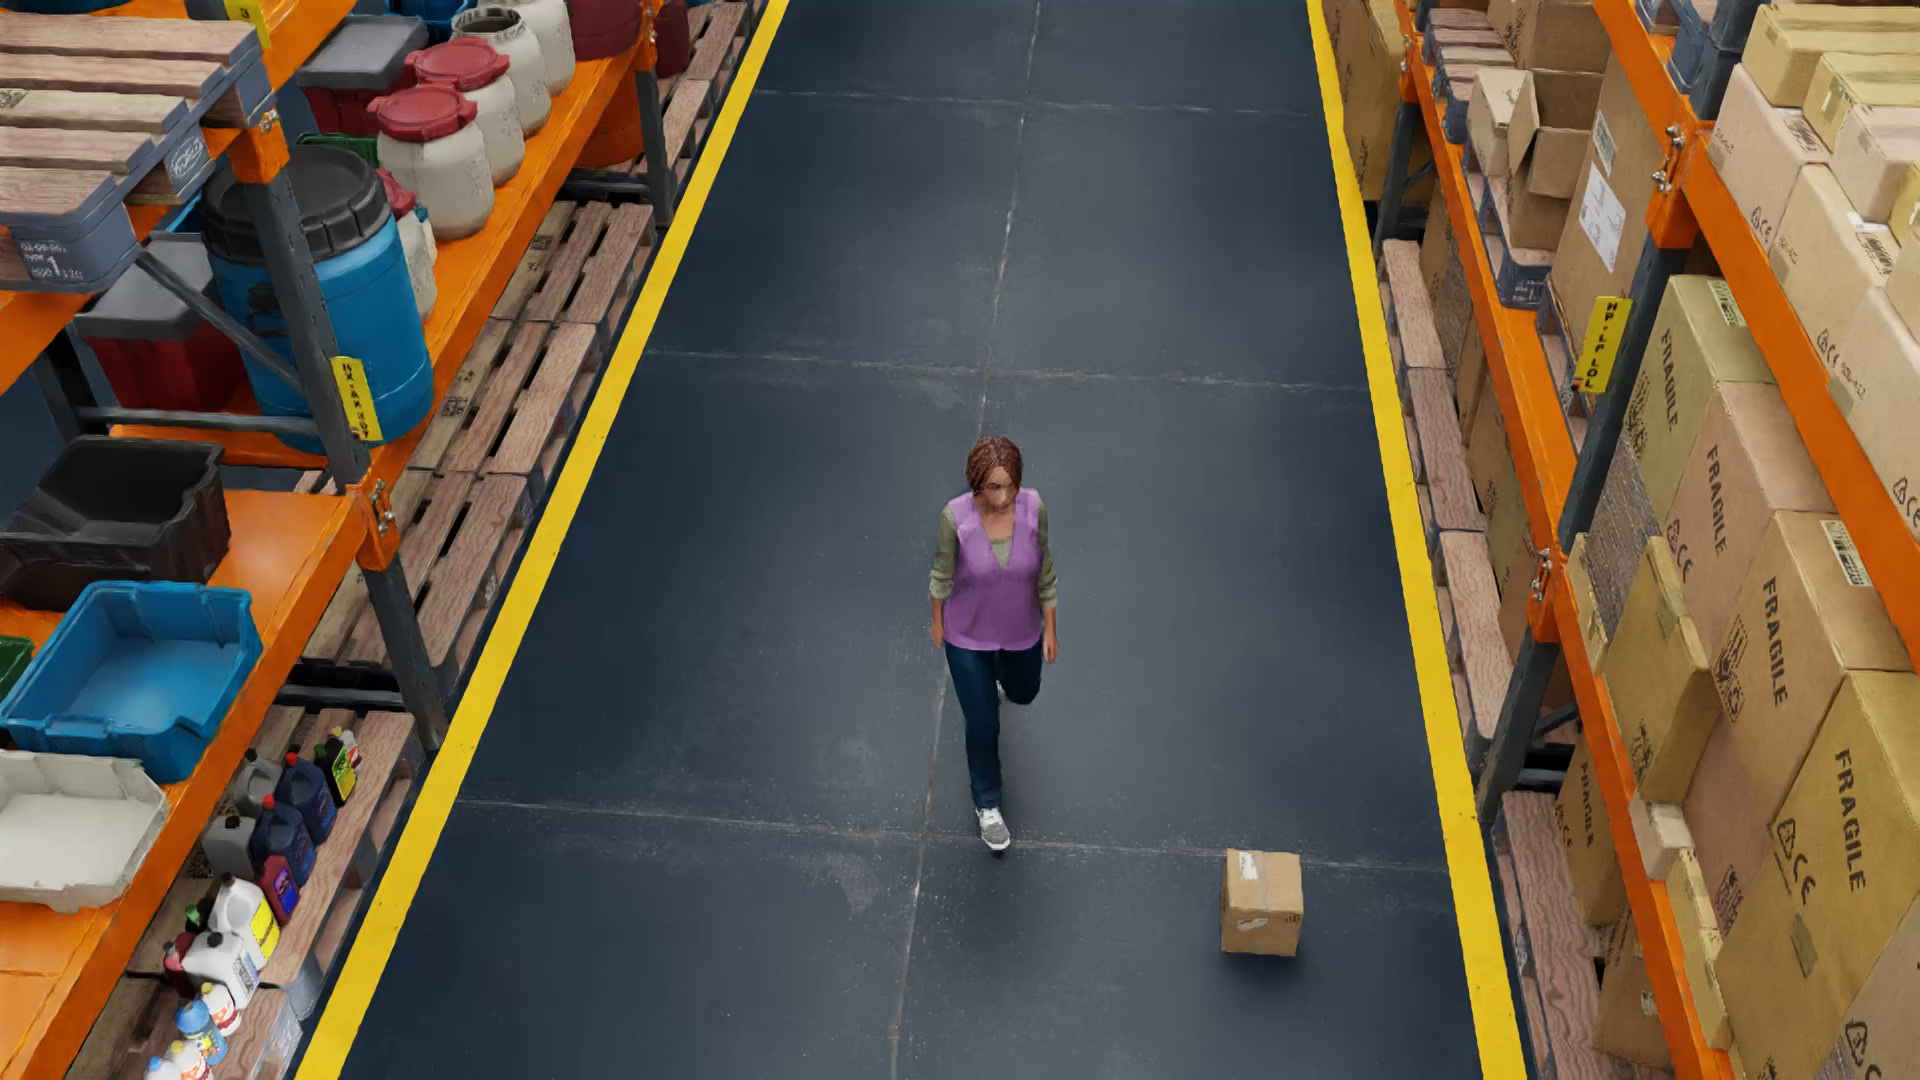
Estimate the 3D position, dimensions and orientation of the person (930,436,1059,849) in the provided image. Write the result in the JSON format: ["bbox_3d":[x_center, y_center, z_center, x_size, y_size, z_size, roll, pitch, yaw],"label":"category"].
[{"bbox_3d":[0.116,0.279,5.838,0.422,1.559,0.830,-10,42,-12],"label":"person"}]
